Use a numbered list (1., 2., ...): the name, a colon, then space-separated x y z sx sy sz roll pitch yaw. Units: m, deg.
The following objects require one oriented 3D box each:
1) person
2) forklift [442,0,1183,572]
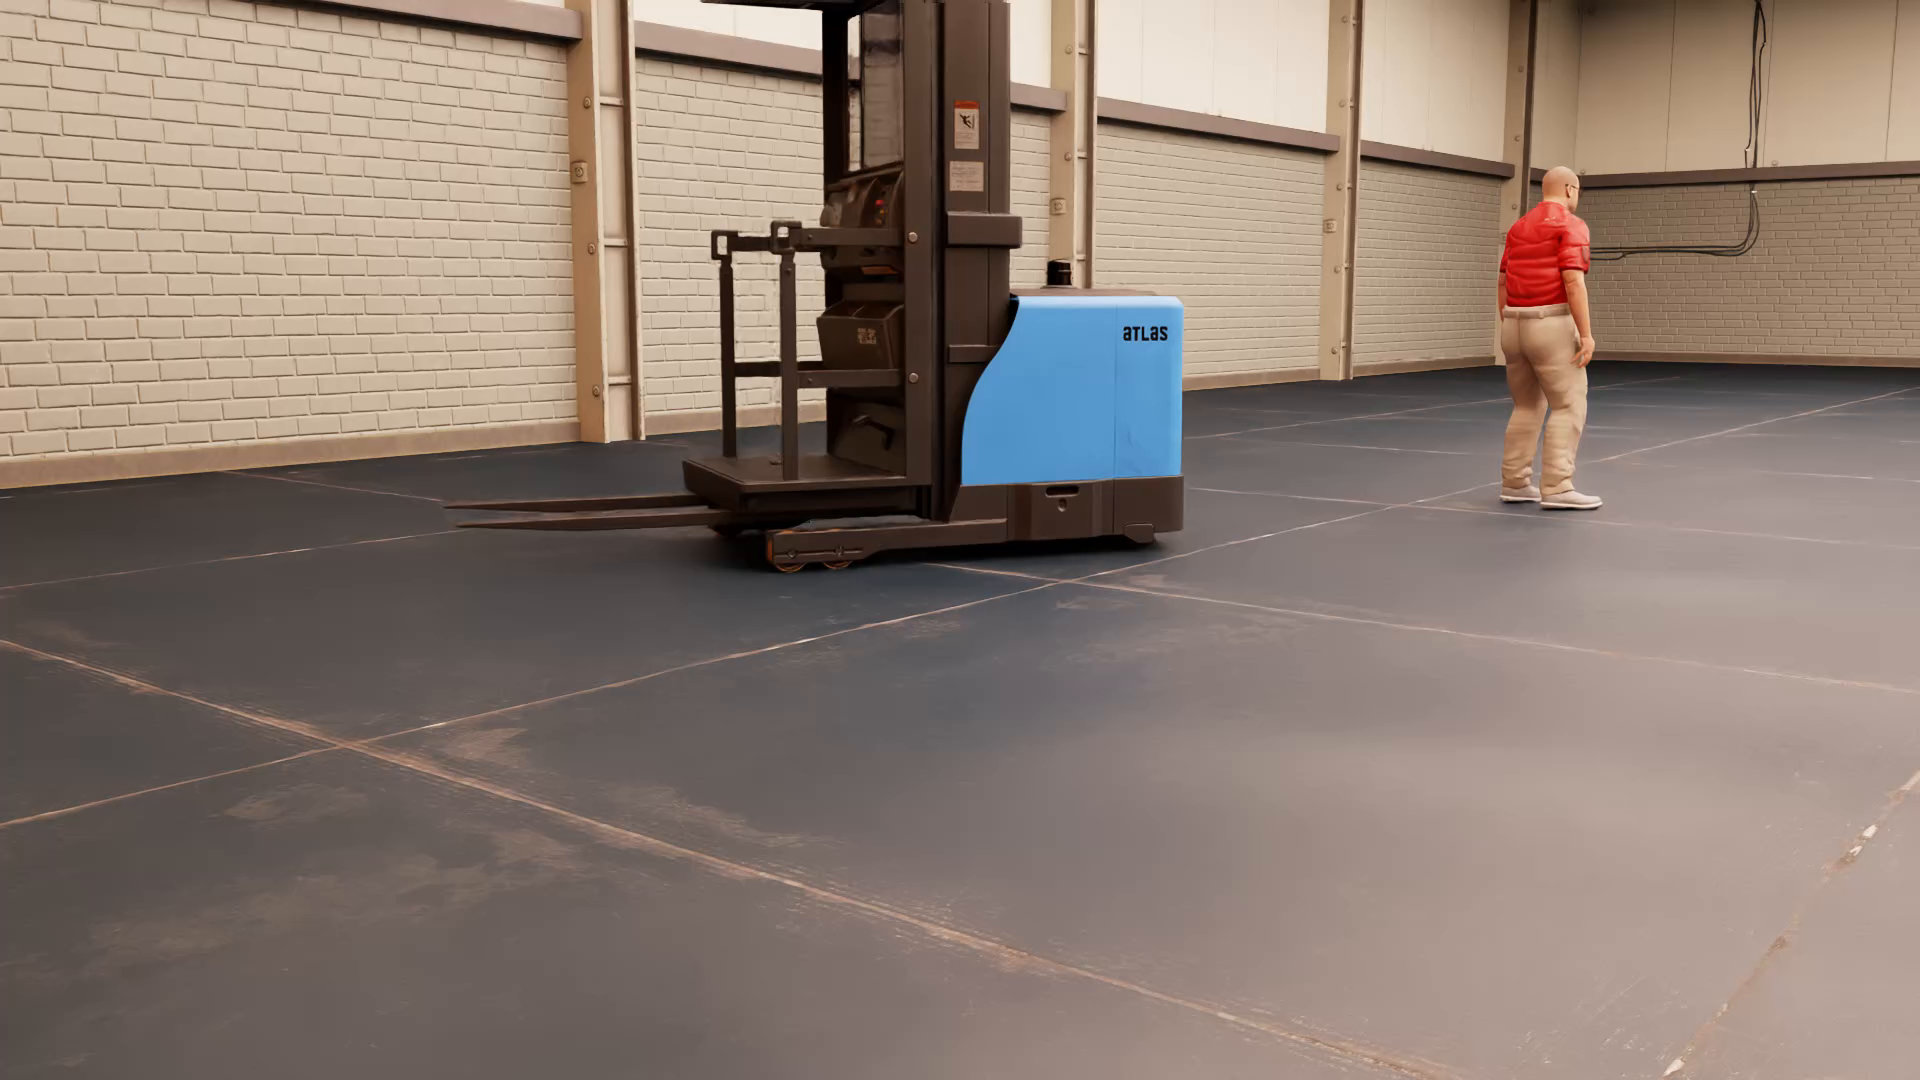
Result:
1. person: 3.011 -1.038 8.536 0.396 1.726 0.585 -4 9 -23
2. forklift: -0.602 -1.409 6.913 3.031 2.935 1.130 -3 9 -21
